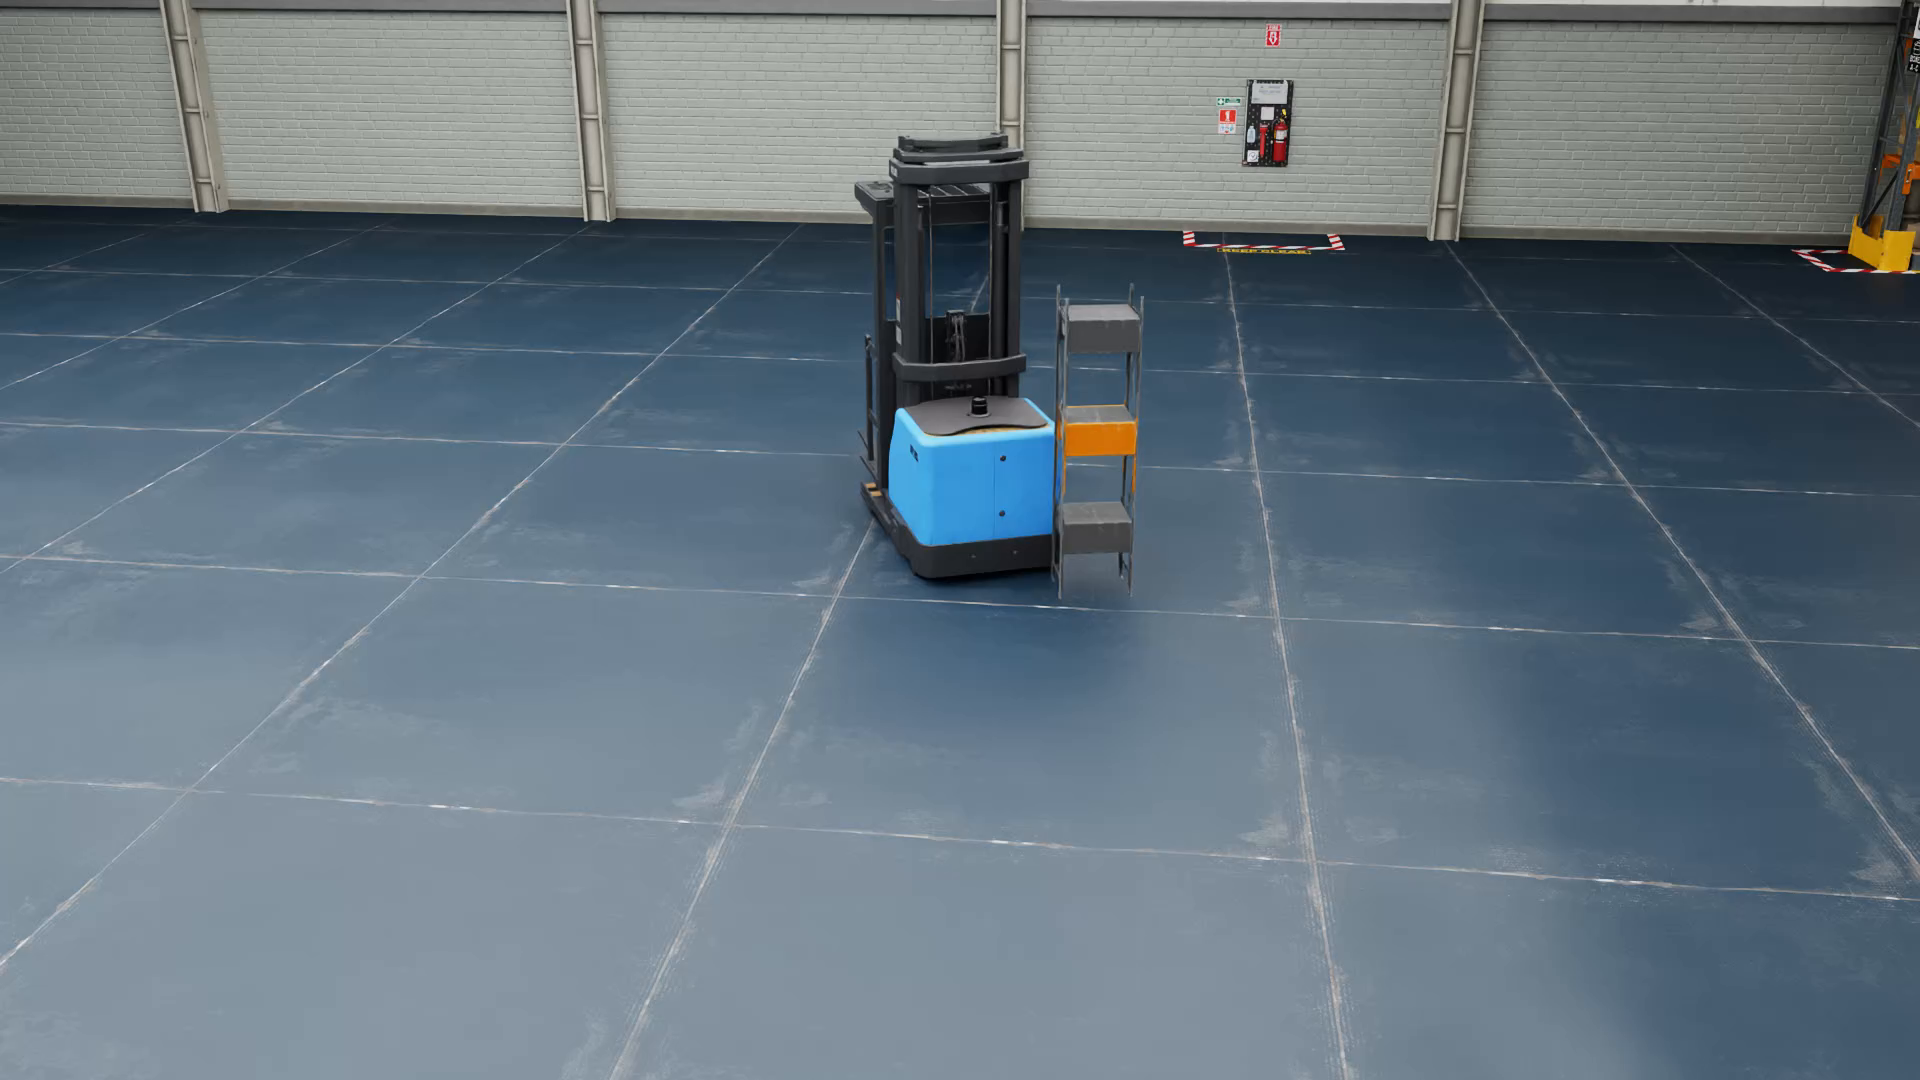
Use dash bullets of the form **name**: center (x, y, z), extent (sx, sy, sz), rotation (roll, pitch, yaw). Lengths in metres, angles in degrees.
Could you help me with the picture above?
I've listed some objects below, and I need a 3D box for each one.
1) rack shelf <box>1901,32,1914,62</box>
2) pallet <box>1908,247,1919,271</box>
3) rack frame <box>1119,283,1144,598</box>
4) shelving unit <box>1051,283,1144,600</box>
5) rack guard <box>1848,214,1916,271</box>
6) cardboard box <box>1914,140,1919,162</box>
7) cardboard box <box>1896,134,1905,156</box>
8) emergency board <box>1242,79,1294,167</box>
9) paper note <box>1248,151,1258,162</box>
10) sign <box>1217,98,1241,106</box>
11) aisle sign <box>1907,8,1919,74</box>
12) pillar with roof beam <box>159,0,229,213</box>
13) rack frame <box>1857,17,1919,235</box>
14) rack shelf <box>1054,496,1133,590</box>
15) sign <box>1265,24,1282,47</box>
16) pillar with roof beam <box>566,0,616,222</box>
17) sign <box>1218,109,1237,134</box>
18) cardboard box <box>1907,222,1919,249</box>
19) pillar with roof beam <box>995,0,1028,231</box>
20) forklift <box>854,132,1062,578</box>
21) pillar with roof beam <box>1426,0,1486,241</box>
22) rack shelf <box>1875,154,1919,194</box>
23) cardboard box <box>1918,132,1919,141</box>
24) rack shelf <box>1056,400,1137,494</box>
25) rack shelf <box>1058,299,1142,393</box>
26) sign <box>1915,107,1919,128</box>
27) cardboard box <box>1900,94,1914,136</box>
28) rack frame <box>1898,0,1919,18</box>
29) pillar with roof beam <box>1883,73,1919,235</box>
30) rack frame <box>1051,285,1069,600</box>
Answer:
- **rack shelf**: center (13.813, -5.987, 20.403), extent (4.000, 0.370, 1.077), rotation (2, 22, 6)
- **pallet**: center (12.705, -3.665, 21.423), extent (1.213, 0.211, 1.003), rotation (2, 22, 6)
- **rack frame**: center (1.155, -0.654, 11.237), extent (0.015, 2.100, 0.400), rotation (-2, 22, -5)
- **shelving unit**: center (0.912, -0.646, 11.216), extent (0.503, 2.100, 0.431), rotation (-2, 22, -5)
- **rack guard**: center (11.902, -3.848, 21.492), extent (0.348, 0.500, 1.175), rotation (2, 22, 6)
- **cardboard box**: center (12.274, -4.816, 20.718), extent (0.500, 0.250, 0.500), rotation (2, 22, 5)
- **cardboard box**: center (12.314, -5.003, 21.192), extent (0.500, 0.250, 0.500), rotation (3, 22, 7)
- **emergency board**: center (4.216, -5.679, 22.725), extent (0.643, 1.169, 0.194), rotation (2, 22, 6)
- **paper note**: center (4.048, -5.302, 22.970), extent (0.142, 0.148, 0.016), rotation (2, 22, 6)
- **sign**: center (3.682, -6.000, 22.768), extent (0.331, 0.109, 0.001), rotation (2, 22, 6)
- **aisle sign**: center (11.720, -6.116, 20.294), extent (0.004, 0.787, 0.394), rotation (2, 22, 6)
- **pillar with roof beam**: center (-11.716, -7.555, 19.311), extent (0.400, 9.000, 9.100), rotation (2, 22, 6)
- **rack frame**: center (11.827, -5.013, 21.041), extent (0.127, 3.000, 1.000), rotation (2, 22, 6)
- **rack shelf**: center (0.912, 0.018, 11.479), extent (0.480, 0.518, 0.431), rotation (-2, 22, -5)
- **sign**: center (4.219, -6.794, 22.392), extent (0.199, 0.298, 0.001), rotation (2, 22, 6)
- **pillar with roof beam**: center (-5.758, -7.296, 18.654), extent (0.400, 9.000, 9.100), rotation (2, 22, 6)
- **sign**: center (3.679, -5.757, 22.874), extent (0.234, 0.329, 0.001), rotation (2, 22, 6)
- **cardboard box**: center (12.503, -3.905, 21.295), extent (0.500, 0.311, 0.500), rotation (0, 22, 0)
- **pillar with roof beam**: center (0.200, -7.036, 17.998), extent (0.400, 9.000, 9.100), rotation (2, 22, 6)
- **forklift**: center (-0.154, -1.611, 12.527), extent (1.130, 2.935, 3.031), rotation (-6, 22, -14)
- **pillar with roof beam**: center (6.159, -6.777, 17.341), extent (0.400, 9.000, 9.100), rotation (2, 22, 6)
- **rack shelf**: center (13.813, -4.592, 20.954), extent (4.000, 0.370, 1.077), rotation (2, 22, 6)
- **cardboard box**: center (12.265, -5.171, 20.597), extent (0.500, 0.500, 0.500), rotation (3, 22, 6)
- **rack shelf**: center (0.912, -0.633, 11.221), extent (0.480, 0.518, 0.431), rotation (-2, 22, -5)
- **rack shelf**: center (0.912, -1.284, 10.964), extent (0.480, 0.518, 0.431), rotation (-2, 22, -5)
- **sign**: center (11.763, -5.218, 20.380), extent (0.005, 0.325, 0.100), rotation (2, 22, 6)
- **cardboard box**: center (12.320, -5.359, 21.071), extent (0.500, 0.500, 0.500), rotation (2, 22, 6)
- **rack frame**: center (11.827, -7.803, 19.938), extent (0.127, 3.000, 1.000), rotation (2, 22, 6)
- **pillar with roof beam**: center (12.117, -6.517, 16.684), extent (0.400, 9.000, 9.100), rotation (2, 22, 6)
- **rack frame**: center (0.669, -0.637, 11.195), extent (0.015, 2.100, 0.400), rotation (-2, 22, -5)
